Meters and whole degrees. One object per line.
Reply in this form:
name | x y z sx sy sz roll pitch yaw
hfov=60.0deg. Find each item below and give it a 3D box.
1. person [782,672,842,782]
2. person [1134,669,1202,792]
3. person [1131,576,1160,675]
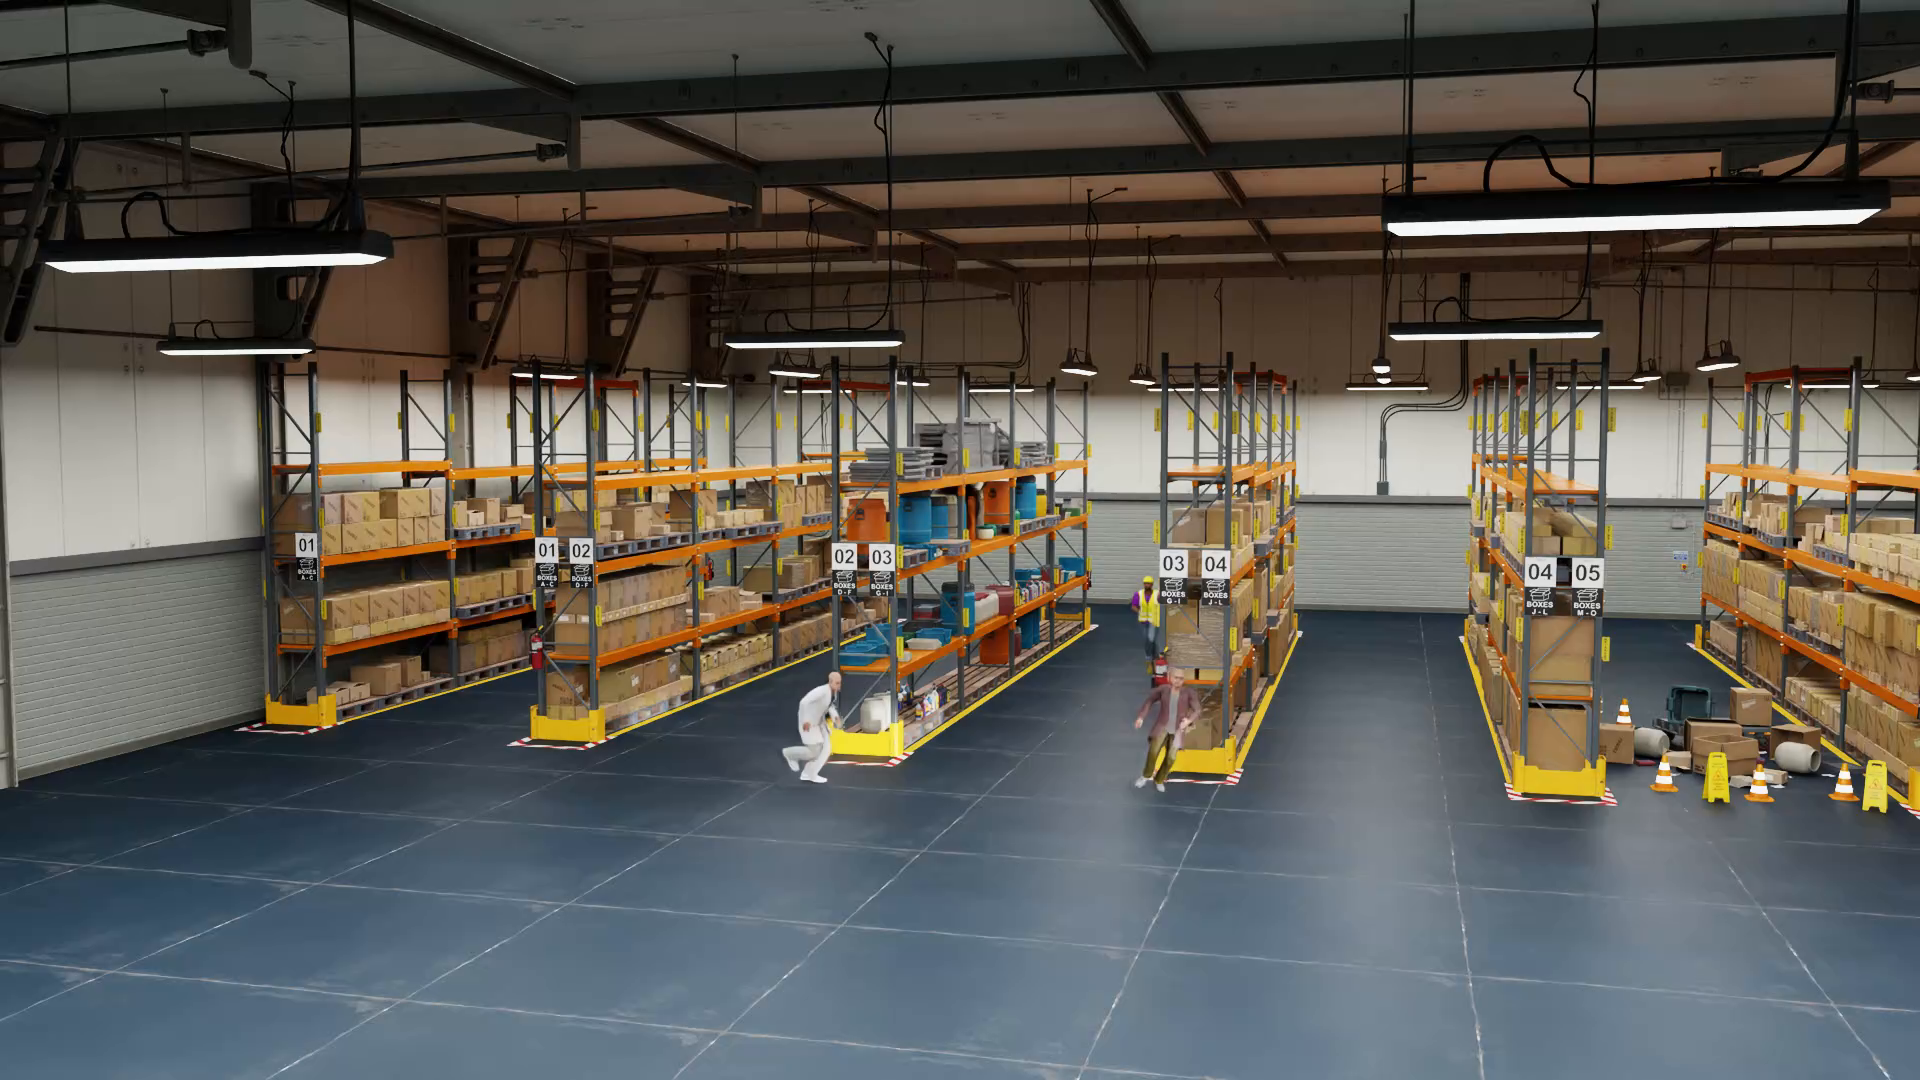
person | -2.066 2.598 23.133 0.963 1.581 0.729 2 5 27
person | 2.827 2.599 22.572 0.902 1.709 0.677 0 4 1
person | 3.615 1.624 31.838 0.678 1.876 0.804 2 4 21
